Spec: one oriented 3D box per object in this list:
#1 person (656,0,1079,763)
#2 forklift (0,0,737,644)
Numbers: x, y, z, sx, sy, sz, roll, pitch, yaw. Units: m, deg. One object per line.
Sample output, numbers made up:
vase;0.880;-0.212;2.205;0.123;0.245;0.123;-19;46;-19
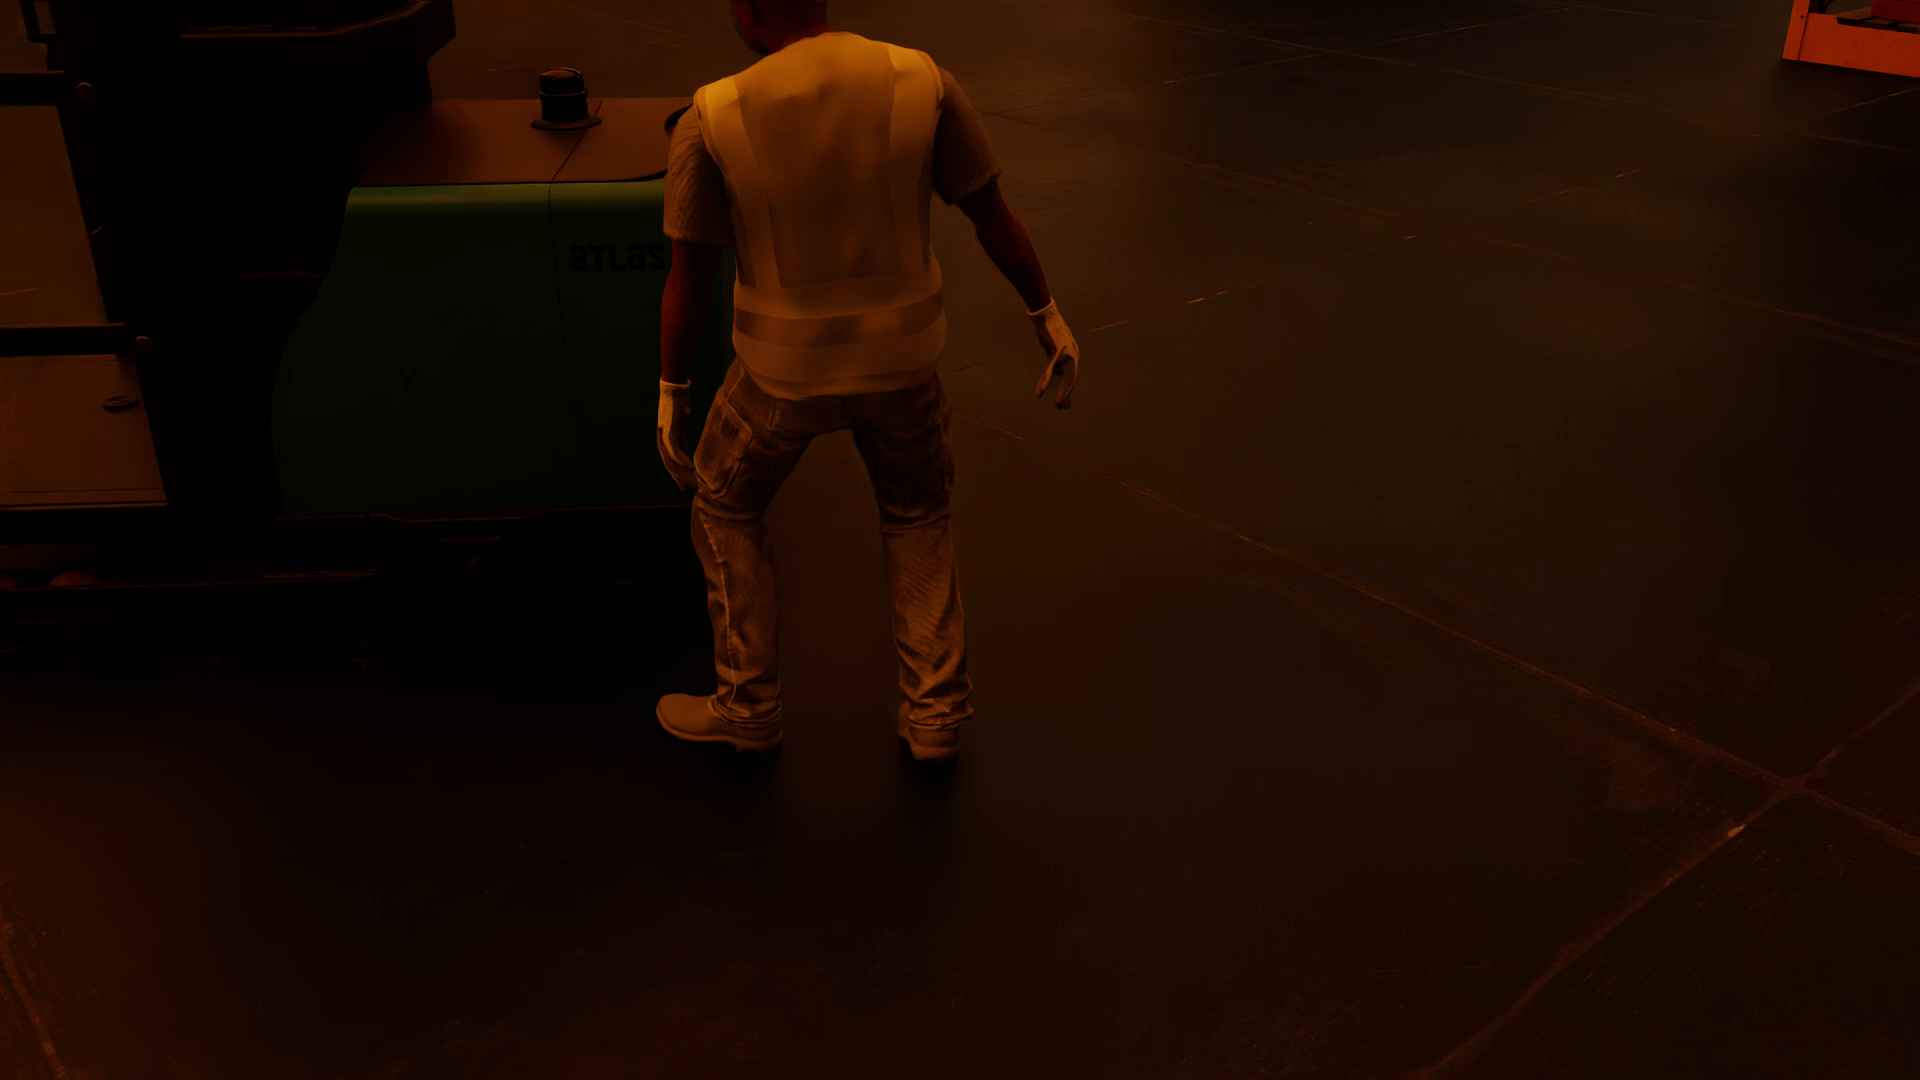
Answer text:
person;-0.214;-0.356;3.325;0.907;1.741;0.486;-5;27;-9
forklift;-2.076;-1.306;3.836;3.031;2.935;1.130;-2;26;-4
